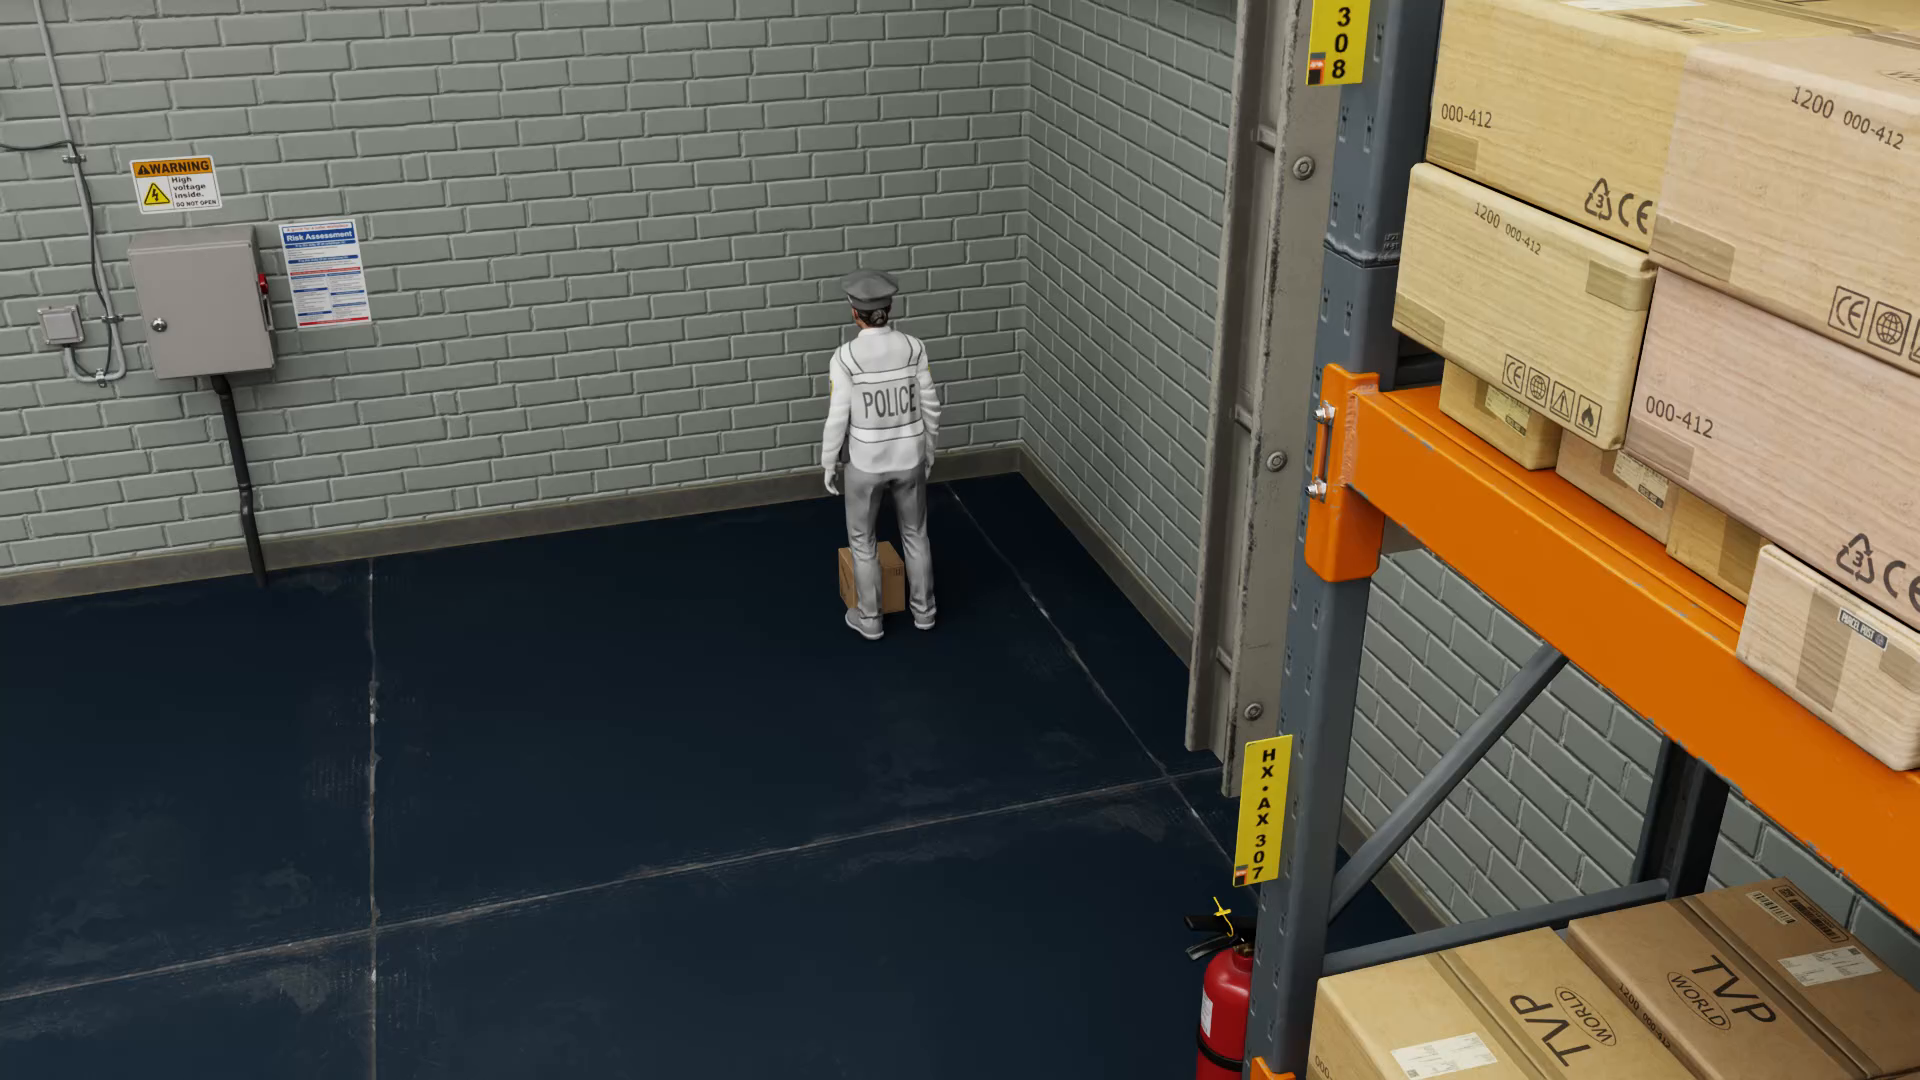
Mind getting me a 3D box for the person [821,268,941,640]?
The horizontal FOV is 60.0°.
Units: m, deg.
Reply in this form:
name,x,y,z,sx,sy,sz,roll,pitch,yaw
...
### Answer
name,x,y,z,sx,sy,sz,roll,pitch,yaw
person,-0.342,-0.346,7.301,0.547,1.667,0.369,-10,28,-19
